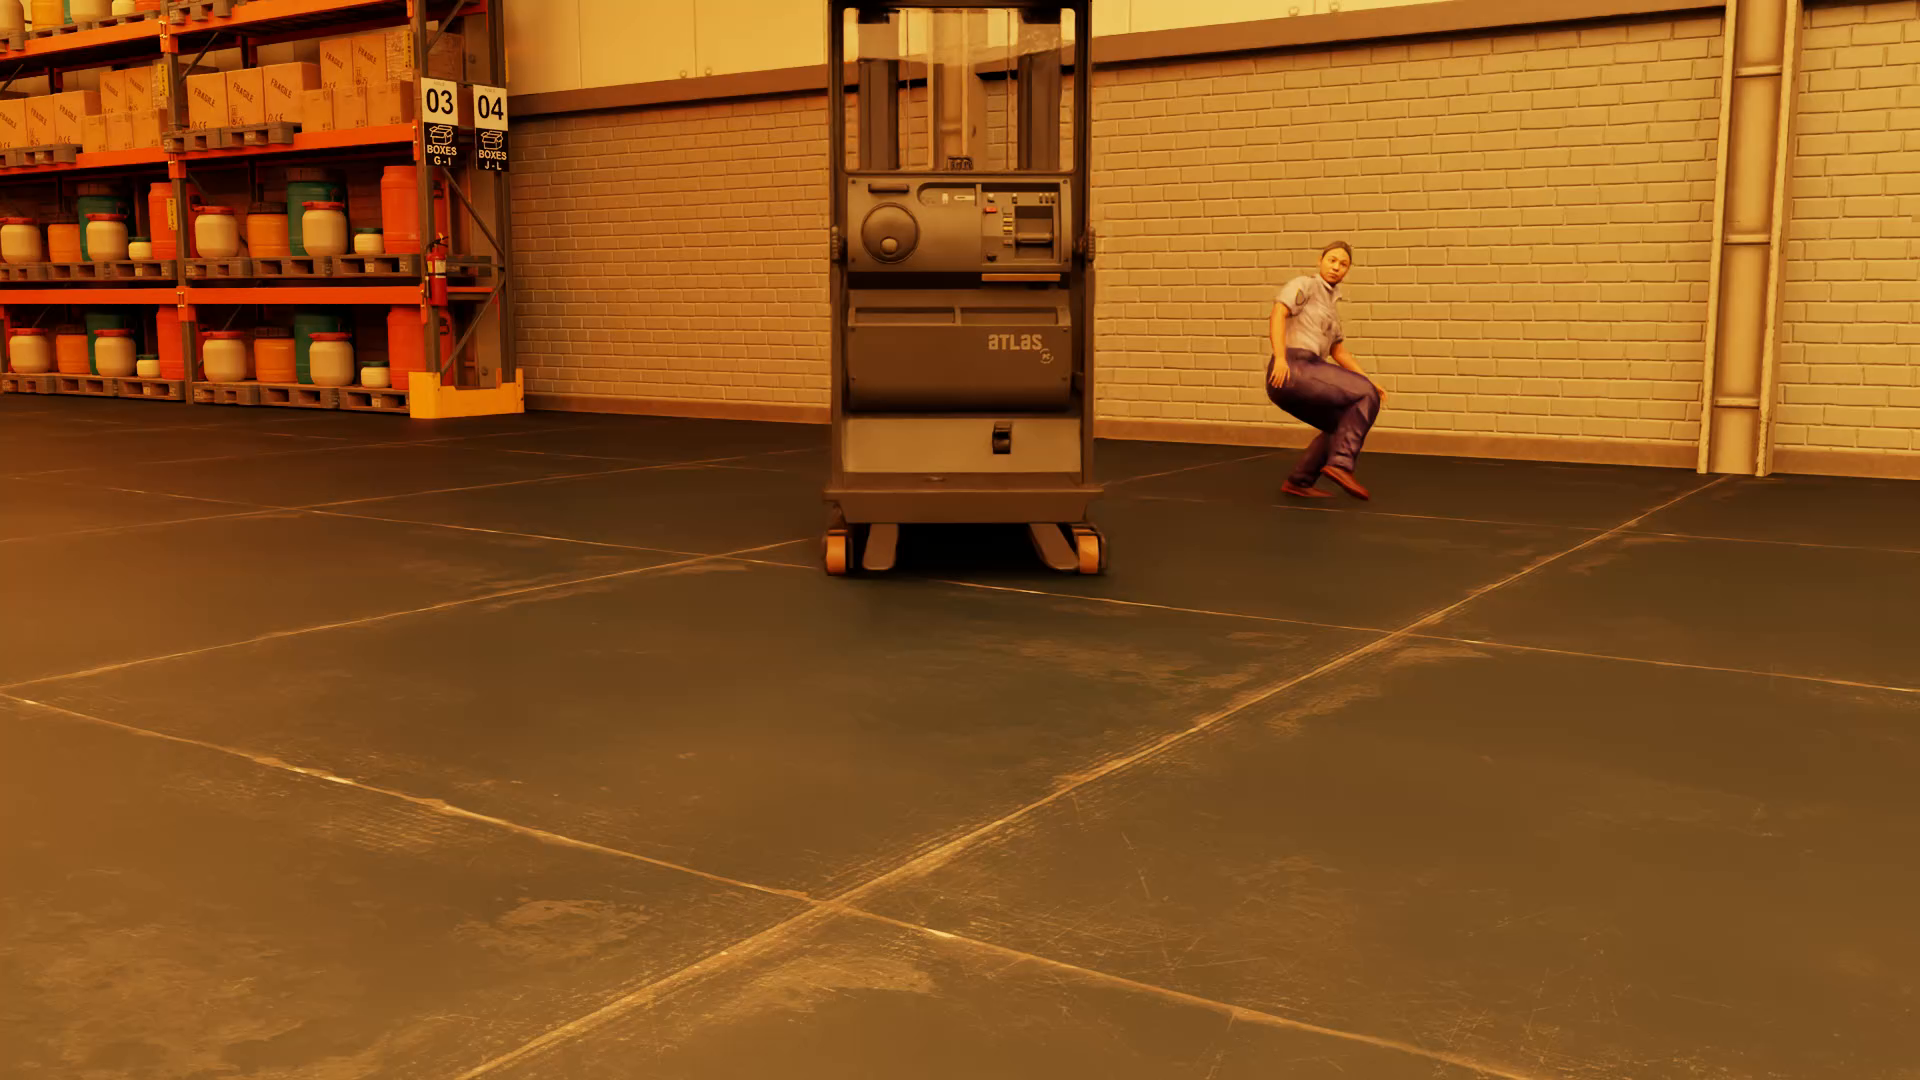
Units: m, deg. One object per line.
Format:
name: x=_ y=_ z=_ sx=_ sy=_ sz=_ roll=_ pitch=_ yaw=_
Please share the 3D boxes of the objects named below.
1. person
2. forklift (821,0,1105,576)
person: x=1.978 y=-0.893 z=8.983 sx=0.651 sy=1.434 sz=0.727 roll=2 pitch=8 yaw=15
forklift: x=0.005 y=-1.351 z=6.694 sx=1.130 sy=2.935 sz=3.031 roll=0 pitch=8 yaw=-1
